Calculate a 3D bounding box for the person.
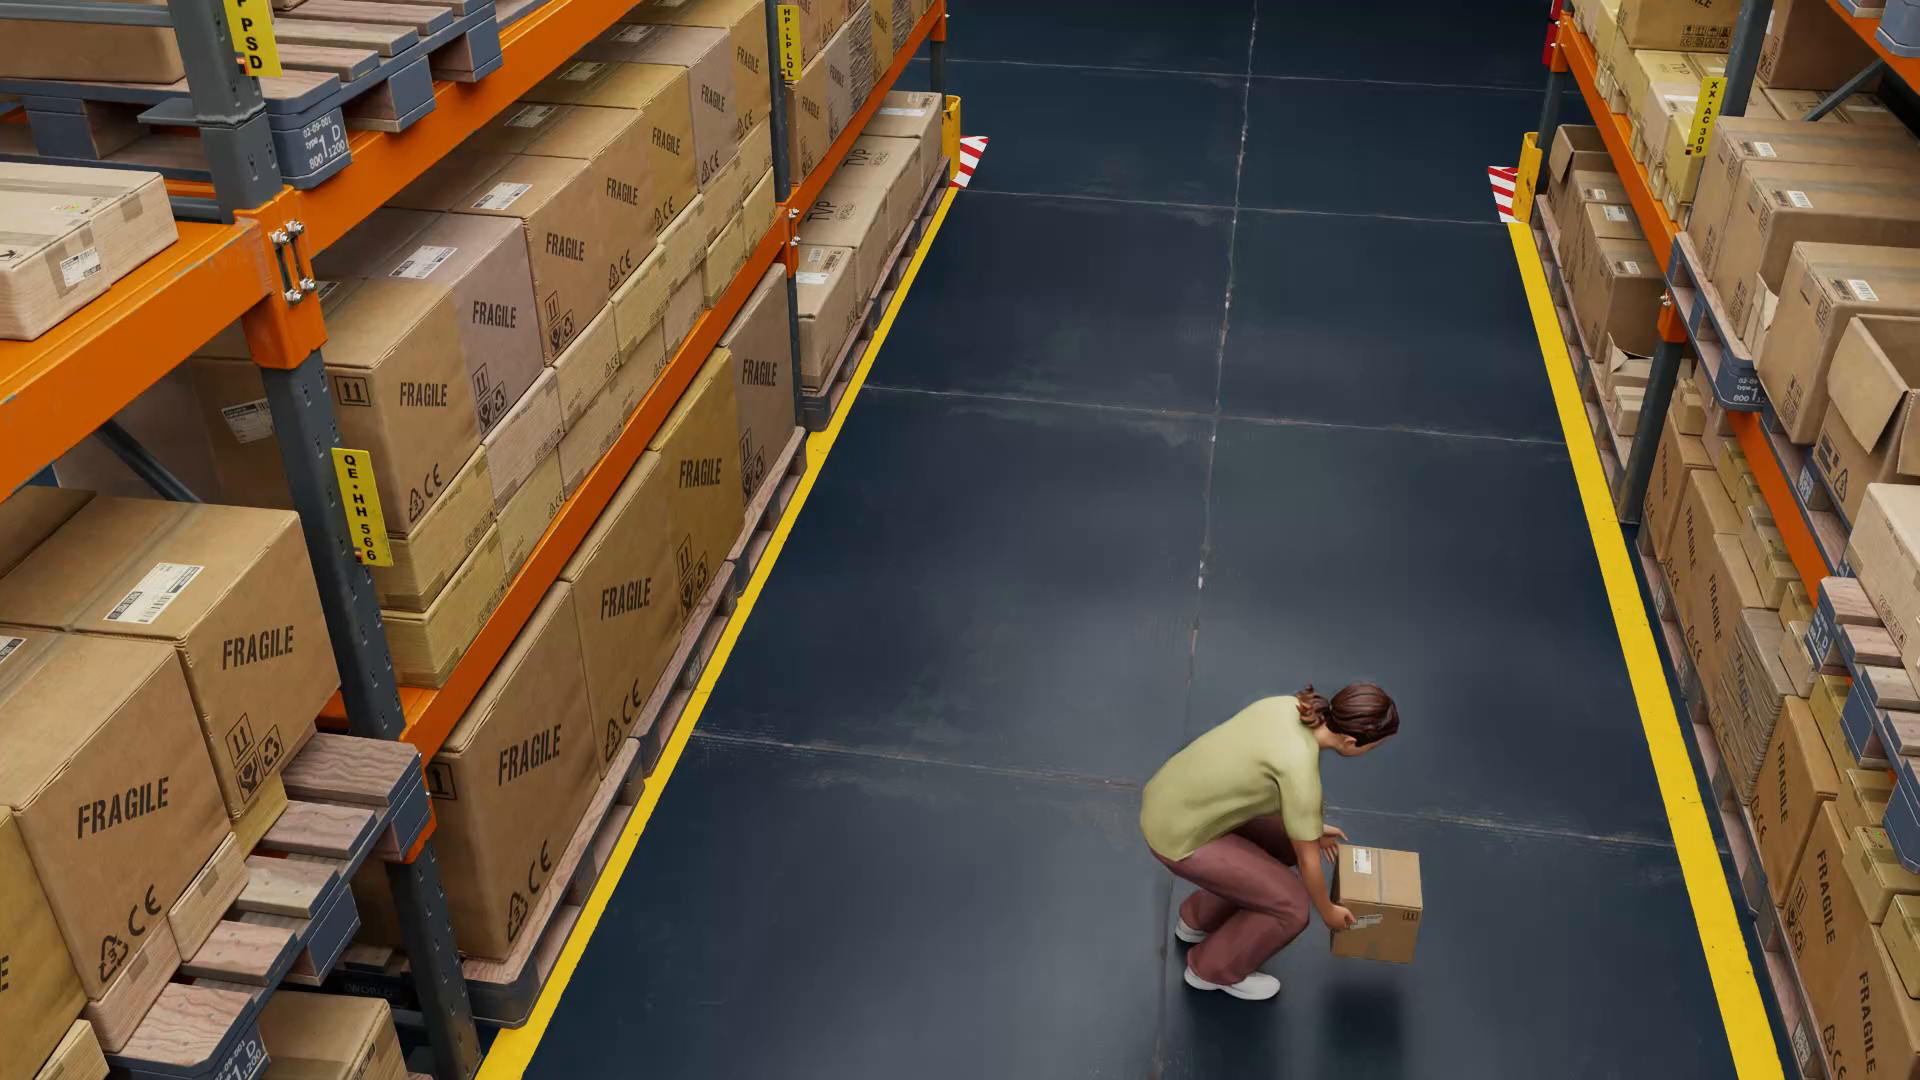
[{"bbox_3d":[0.939,0.917,5.240,0.740,1.097,0.502,5,33,8],"label":"person"}]
